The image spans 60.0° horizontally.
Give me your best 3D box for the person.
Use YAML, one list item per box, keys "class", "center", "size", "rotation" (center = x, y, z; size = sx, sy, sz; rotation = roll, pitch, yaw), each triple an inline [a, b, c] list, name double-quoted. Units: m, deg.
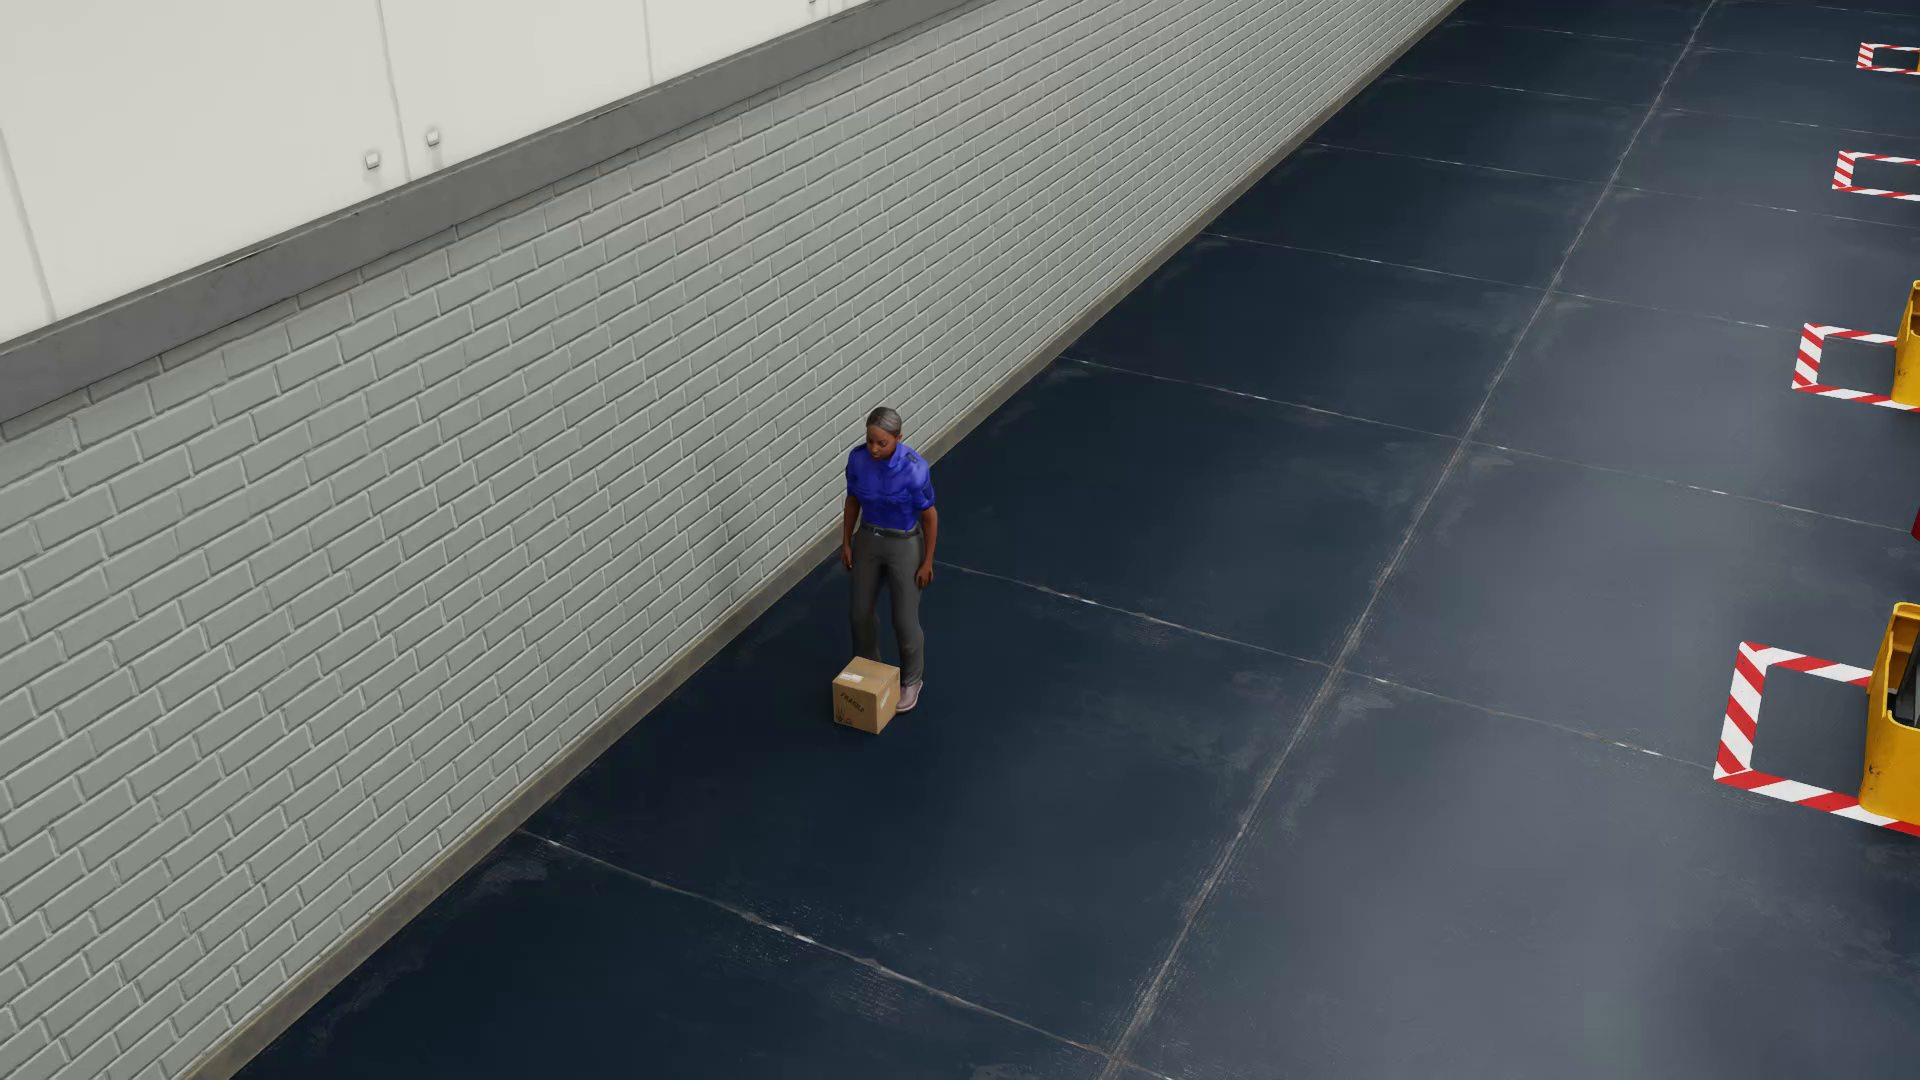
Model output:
- class: "person"
  center: [-0.367, 0.064, 8.180]
  size: [0.525, 1.653, 0.350]
  rotation: [12, 32, 20]
